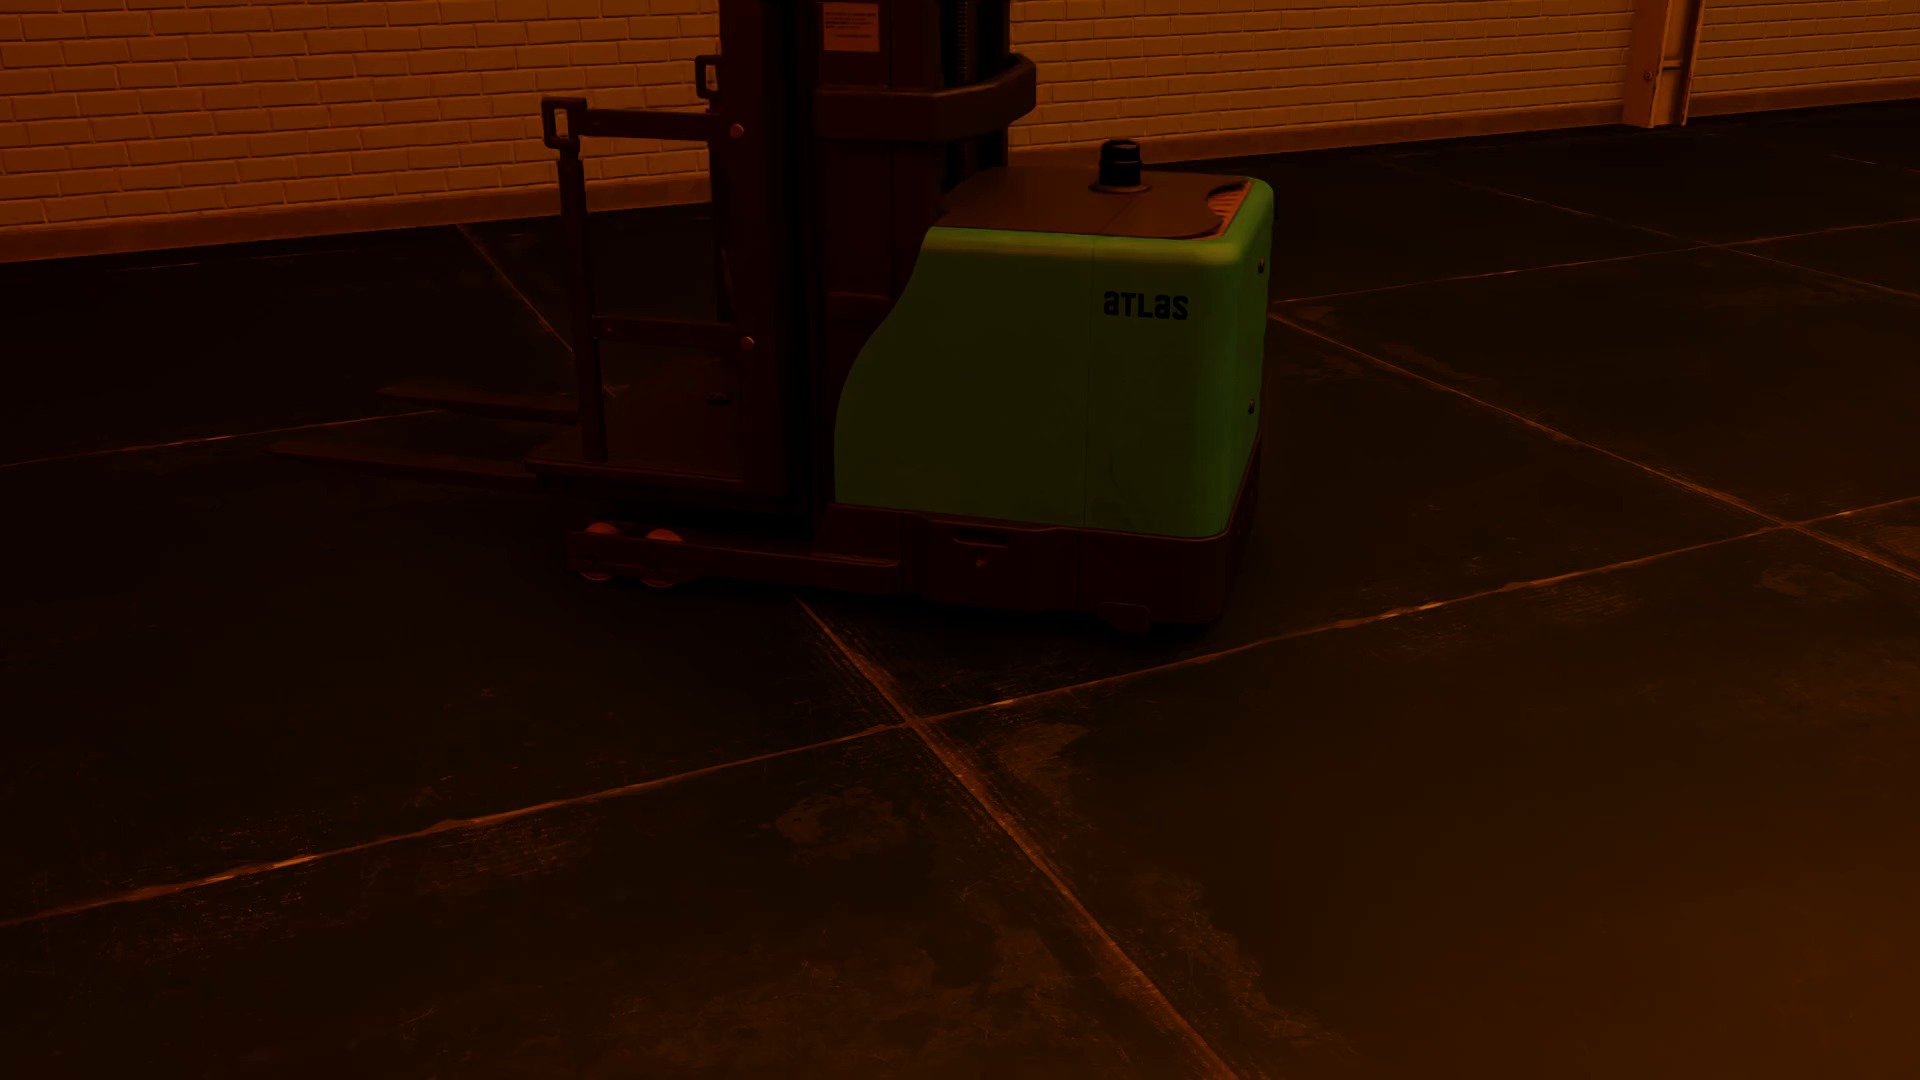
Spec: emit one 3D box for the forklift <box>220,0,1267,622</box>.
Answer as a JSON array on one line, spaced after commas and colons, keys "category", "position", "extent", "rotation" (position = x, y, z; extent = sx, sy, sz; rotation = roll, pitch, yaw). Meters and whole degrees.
[{"category": "forklift", "position": [-0.661, -1.371, 4.587], "extent": [3.031, 2.935, 1.130], "rotation": [3, 23, 7]}]
